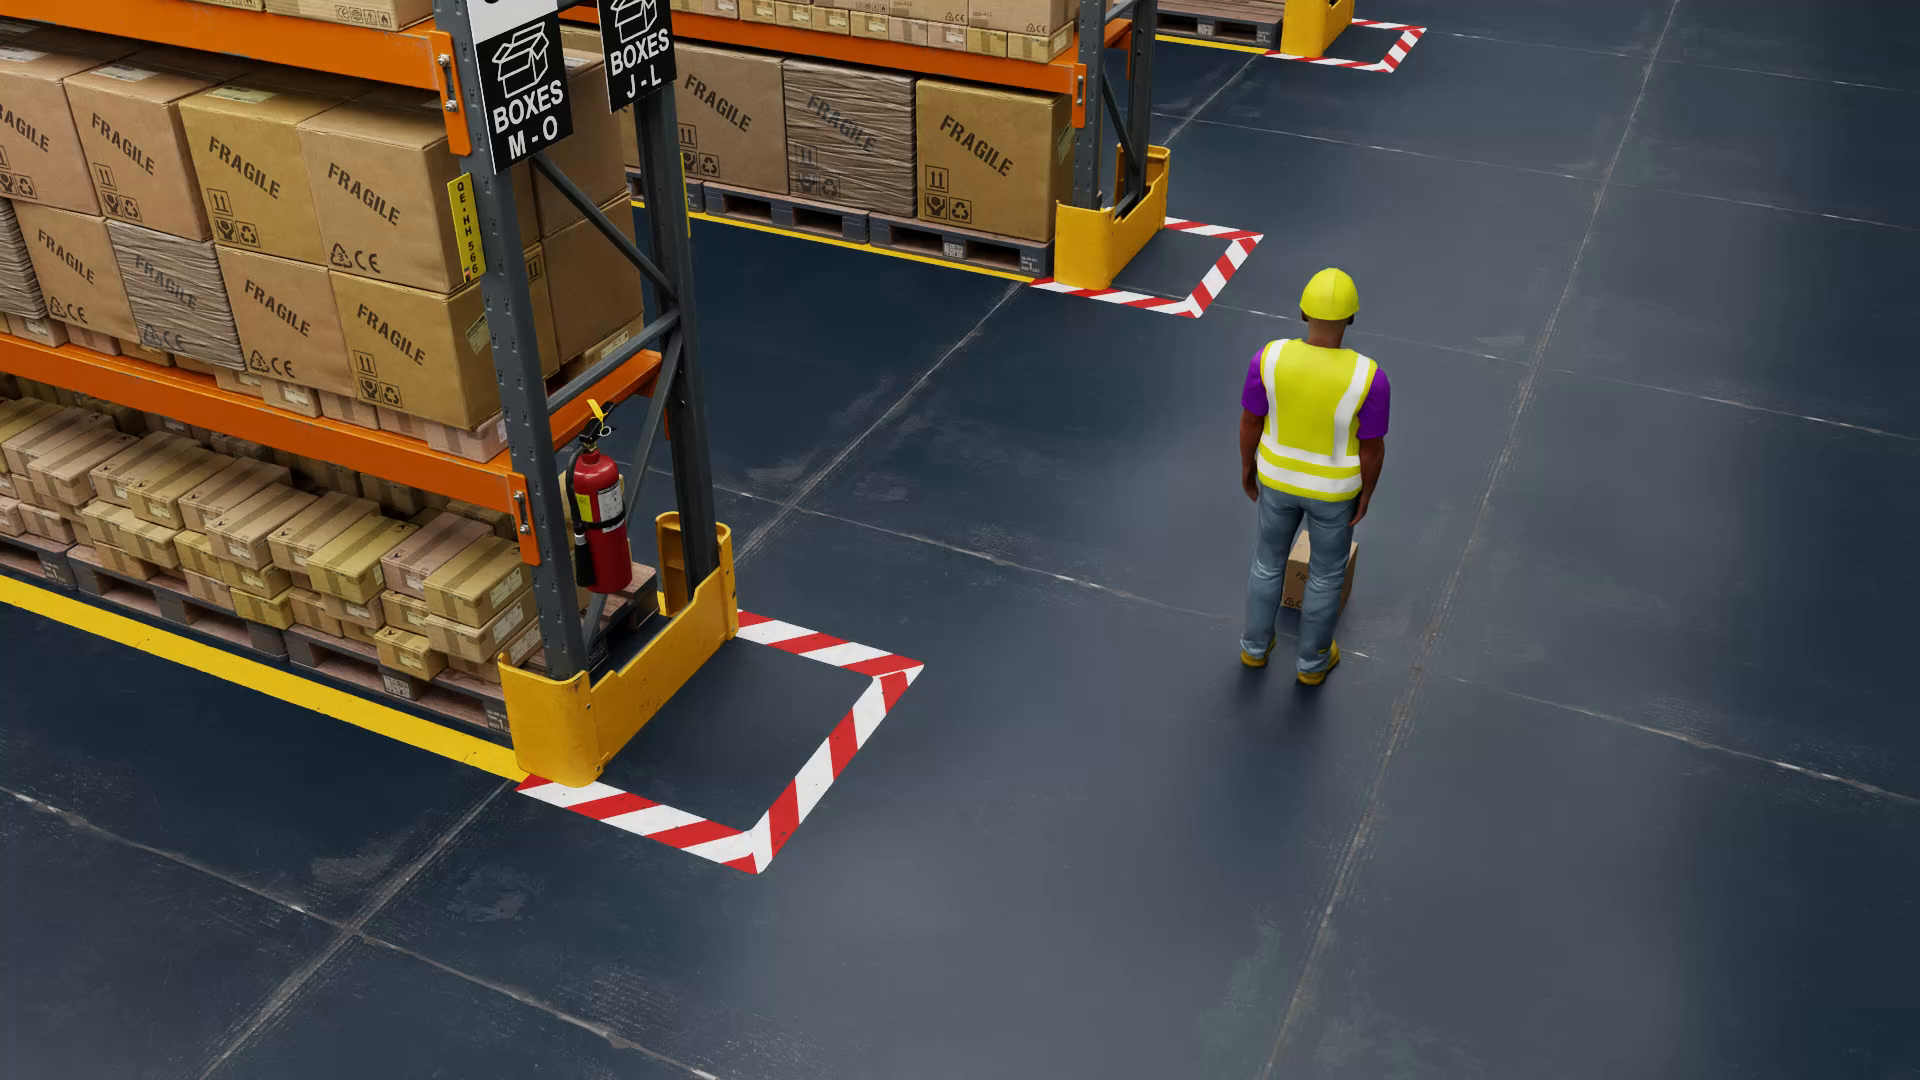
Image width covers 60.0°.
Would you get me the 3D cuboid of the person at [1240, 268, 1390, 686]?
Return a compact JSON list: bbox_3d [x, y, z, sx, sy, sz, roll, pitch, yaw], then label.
[{"bbox_3d":[1.356,-0.239,6.484,0.563,1.761,0.359,15,36,21],"label":"person"}]
